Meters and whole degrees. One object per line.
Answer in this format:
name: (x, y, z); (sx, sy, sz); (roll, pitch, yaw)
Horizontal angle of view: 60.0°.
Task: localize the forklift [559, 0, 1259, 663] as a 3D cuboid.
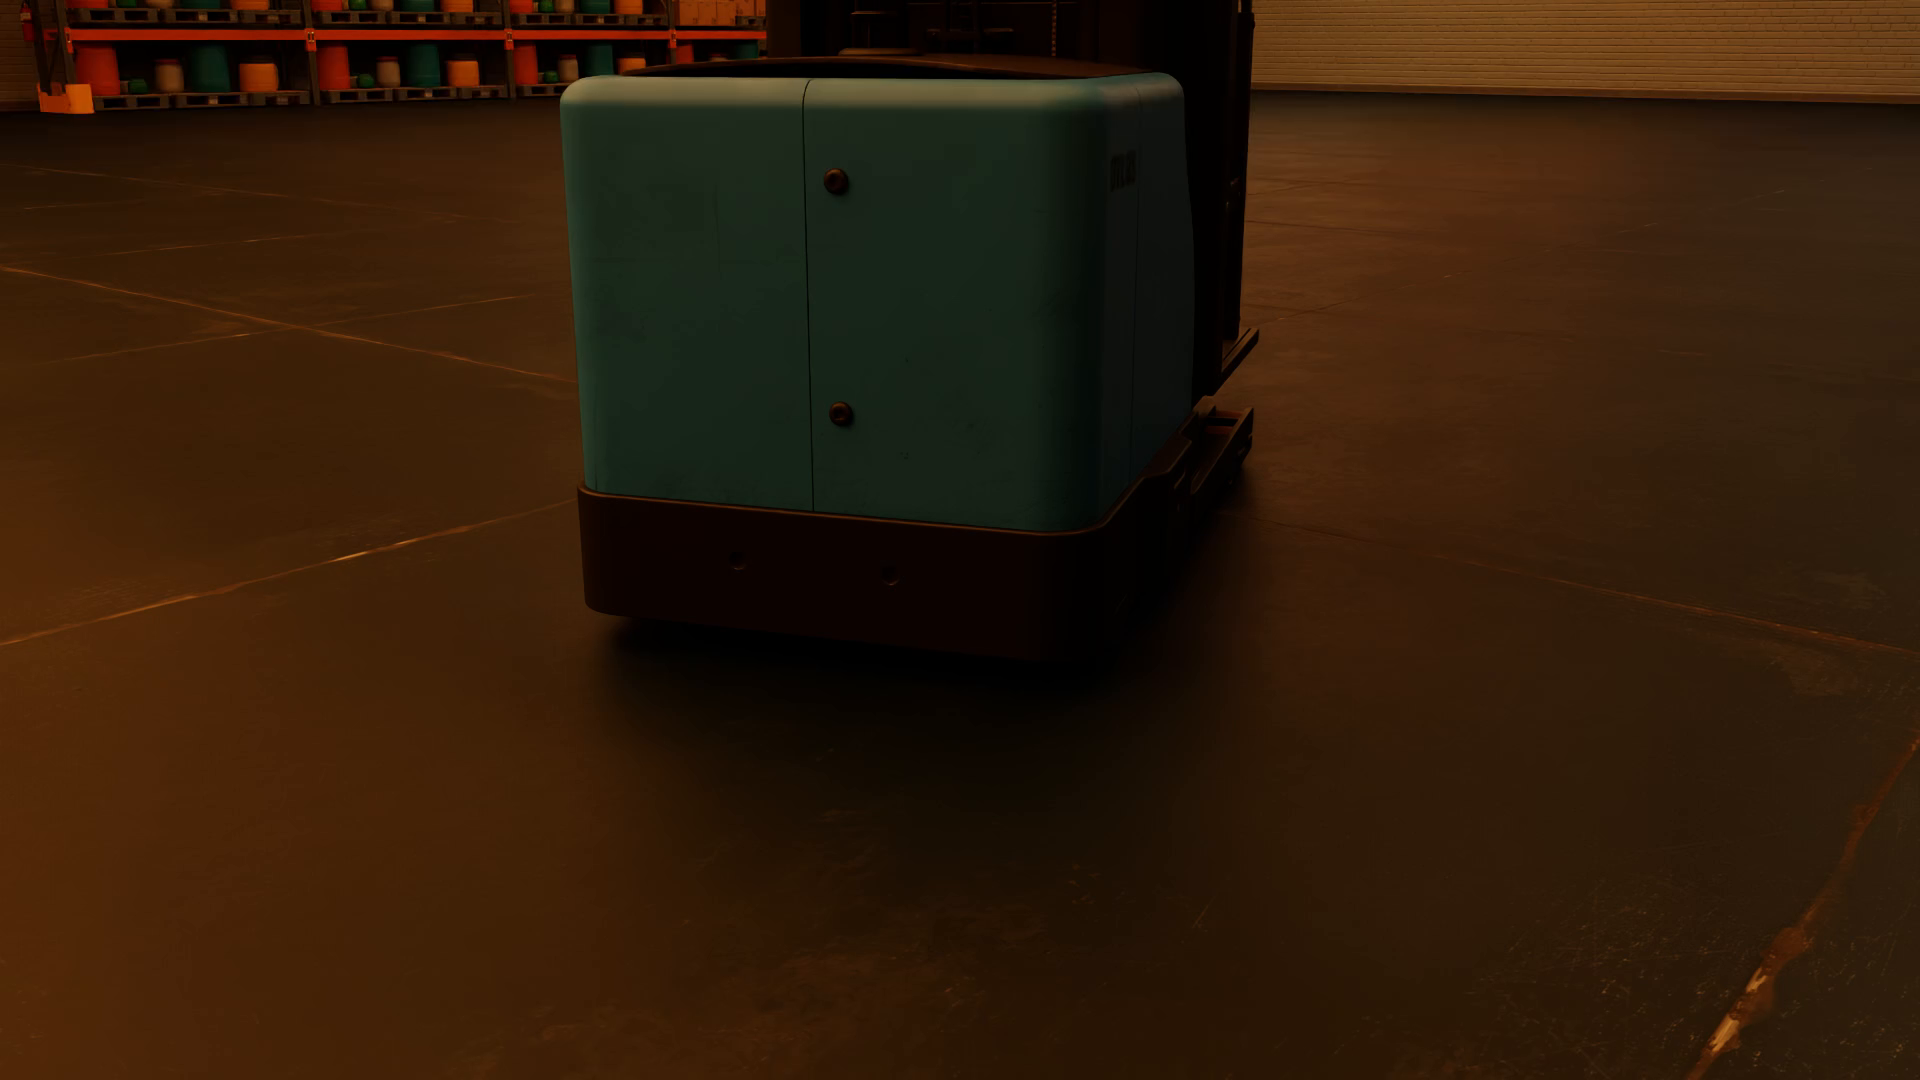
forklift: (0.182, -1.571, 4.072); (1.130, 2.935, 3.031); (5, 18, 17)
